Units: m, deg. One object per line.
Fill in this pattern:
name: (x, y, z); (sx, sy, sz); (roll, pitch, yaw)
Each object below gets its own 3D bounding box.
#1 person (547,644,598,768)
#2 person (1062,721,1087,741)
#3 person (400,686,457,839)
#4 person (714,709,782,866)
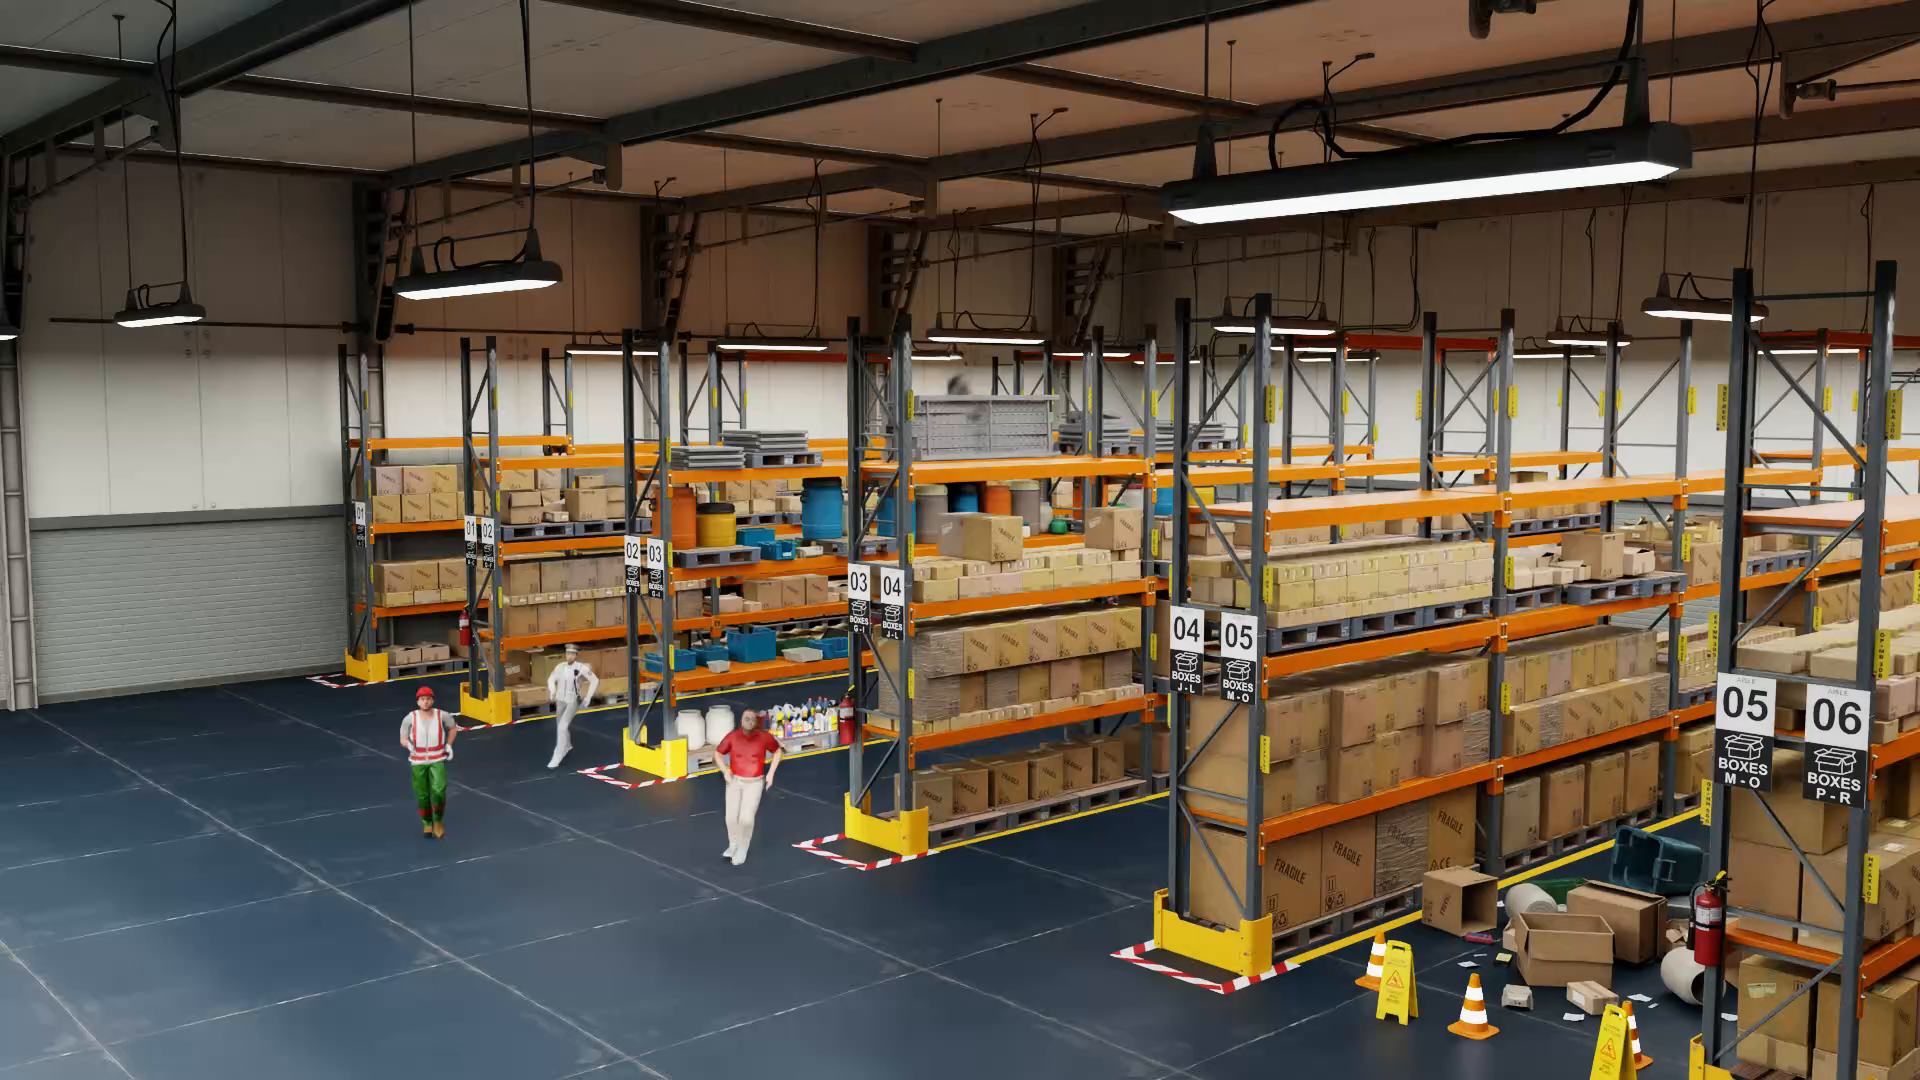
person: (-5.416, 2.275, 23.079); (0.677, 1.712, 0.759); (2, 5, 17)
person: (1.630, 2.205, 23.728); (0.620, 1.669, 0.738); (4, 7, 40)
person: (-6.103, 2.569, 19.111); (0.620, 1.770, 0.677); (-1, 5, -15)
person: (-2.338, 2.701, 18.210); (0.708, 1.724, 0.658); (0, 5, 5)
